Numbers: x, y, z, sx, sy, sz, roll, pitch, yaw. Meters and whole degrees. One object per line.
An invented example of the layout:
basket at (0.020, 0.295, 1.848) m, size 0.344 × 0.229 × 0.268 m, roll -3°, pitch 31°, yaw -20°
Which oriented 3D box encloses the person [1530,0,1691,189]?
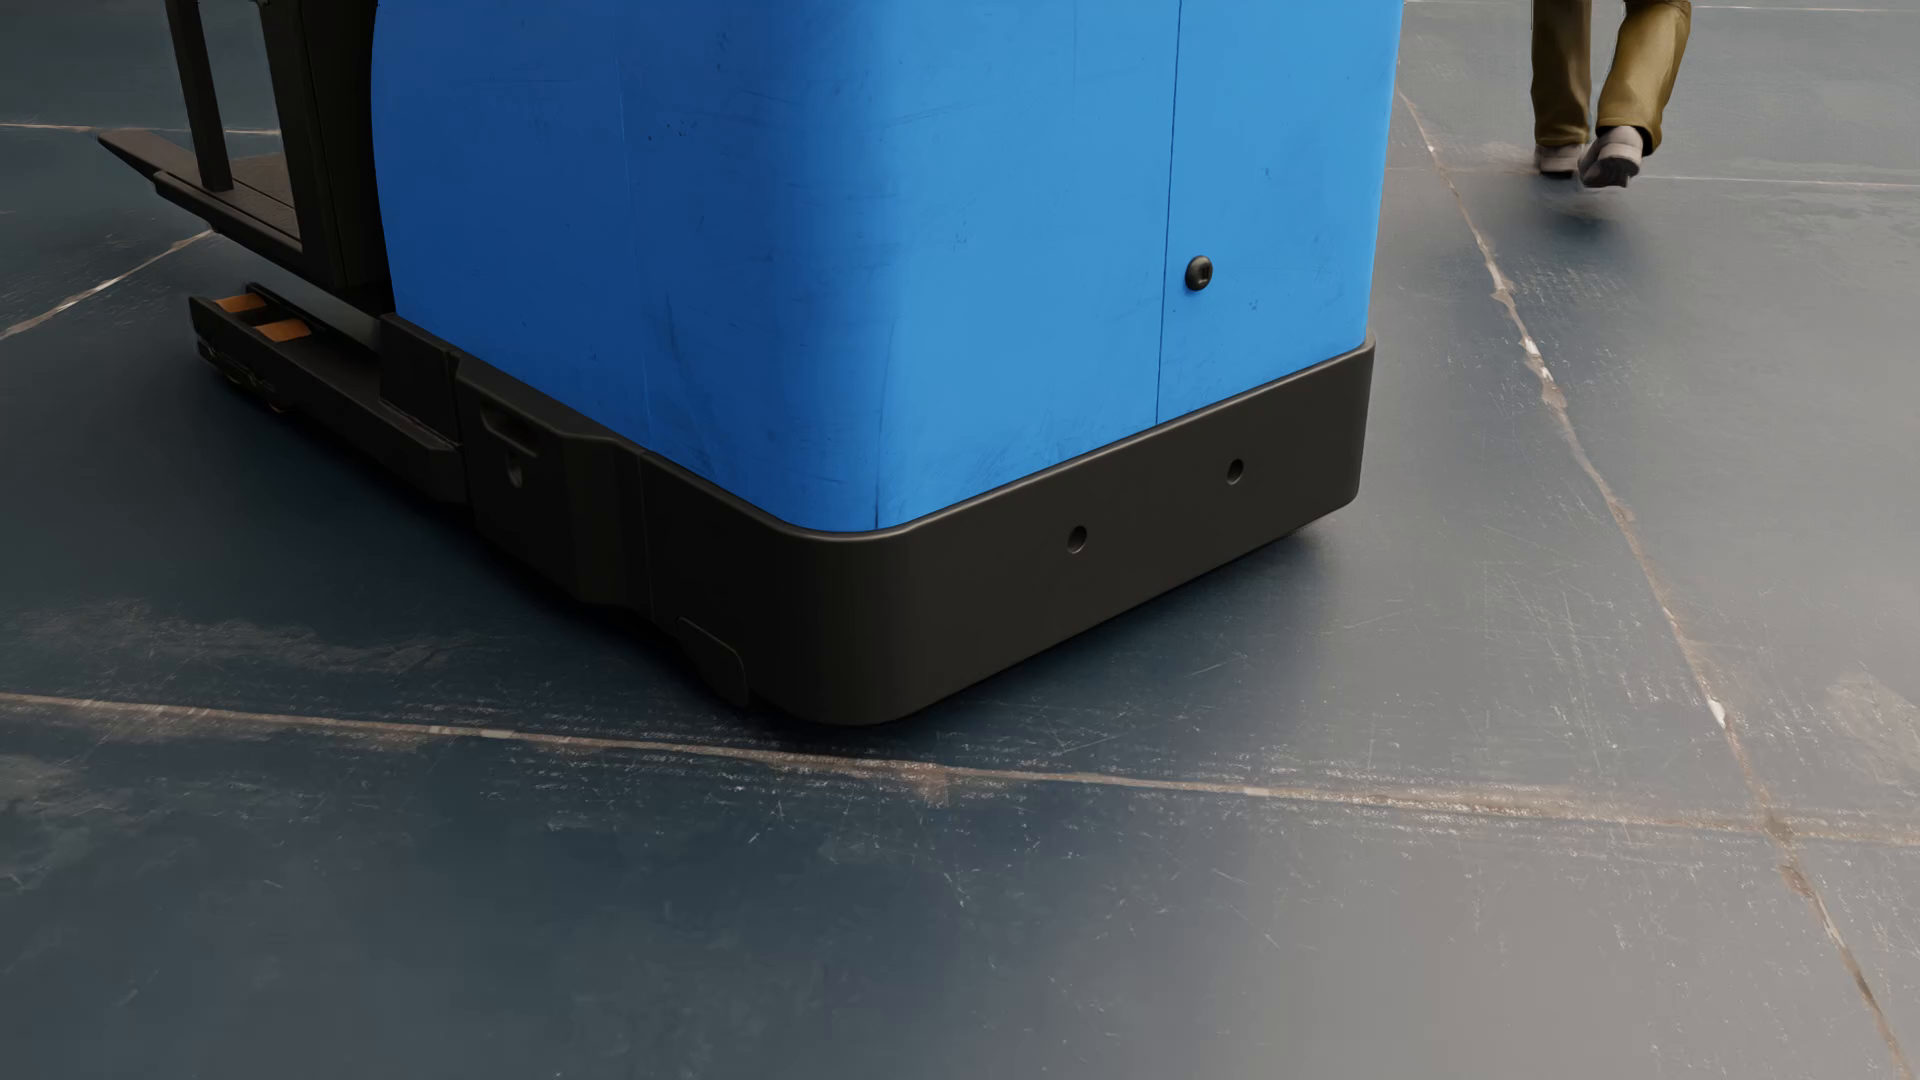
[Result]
person at (1.557, -1.673, 3.986) m, size 0.646 × 1.695 × 0.890 m, roll 8°, pitch 28°, yaw 16°

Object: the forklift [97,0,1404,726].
forklift at (-0.765, -1.671, 2.566) m, size 1.130 × 2.935 × 3.031 m, roll -22°, pitch 34°, yaw -37°
